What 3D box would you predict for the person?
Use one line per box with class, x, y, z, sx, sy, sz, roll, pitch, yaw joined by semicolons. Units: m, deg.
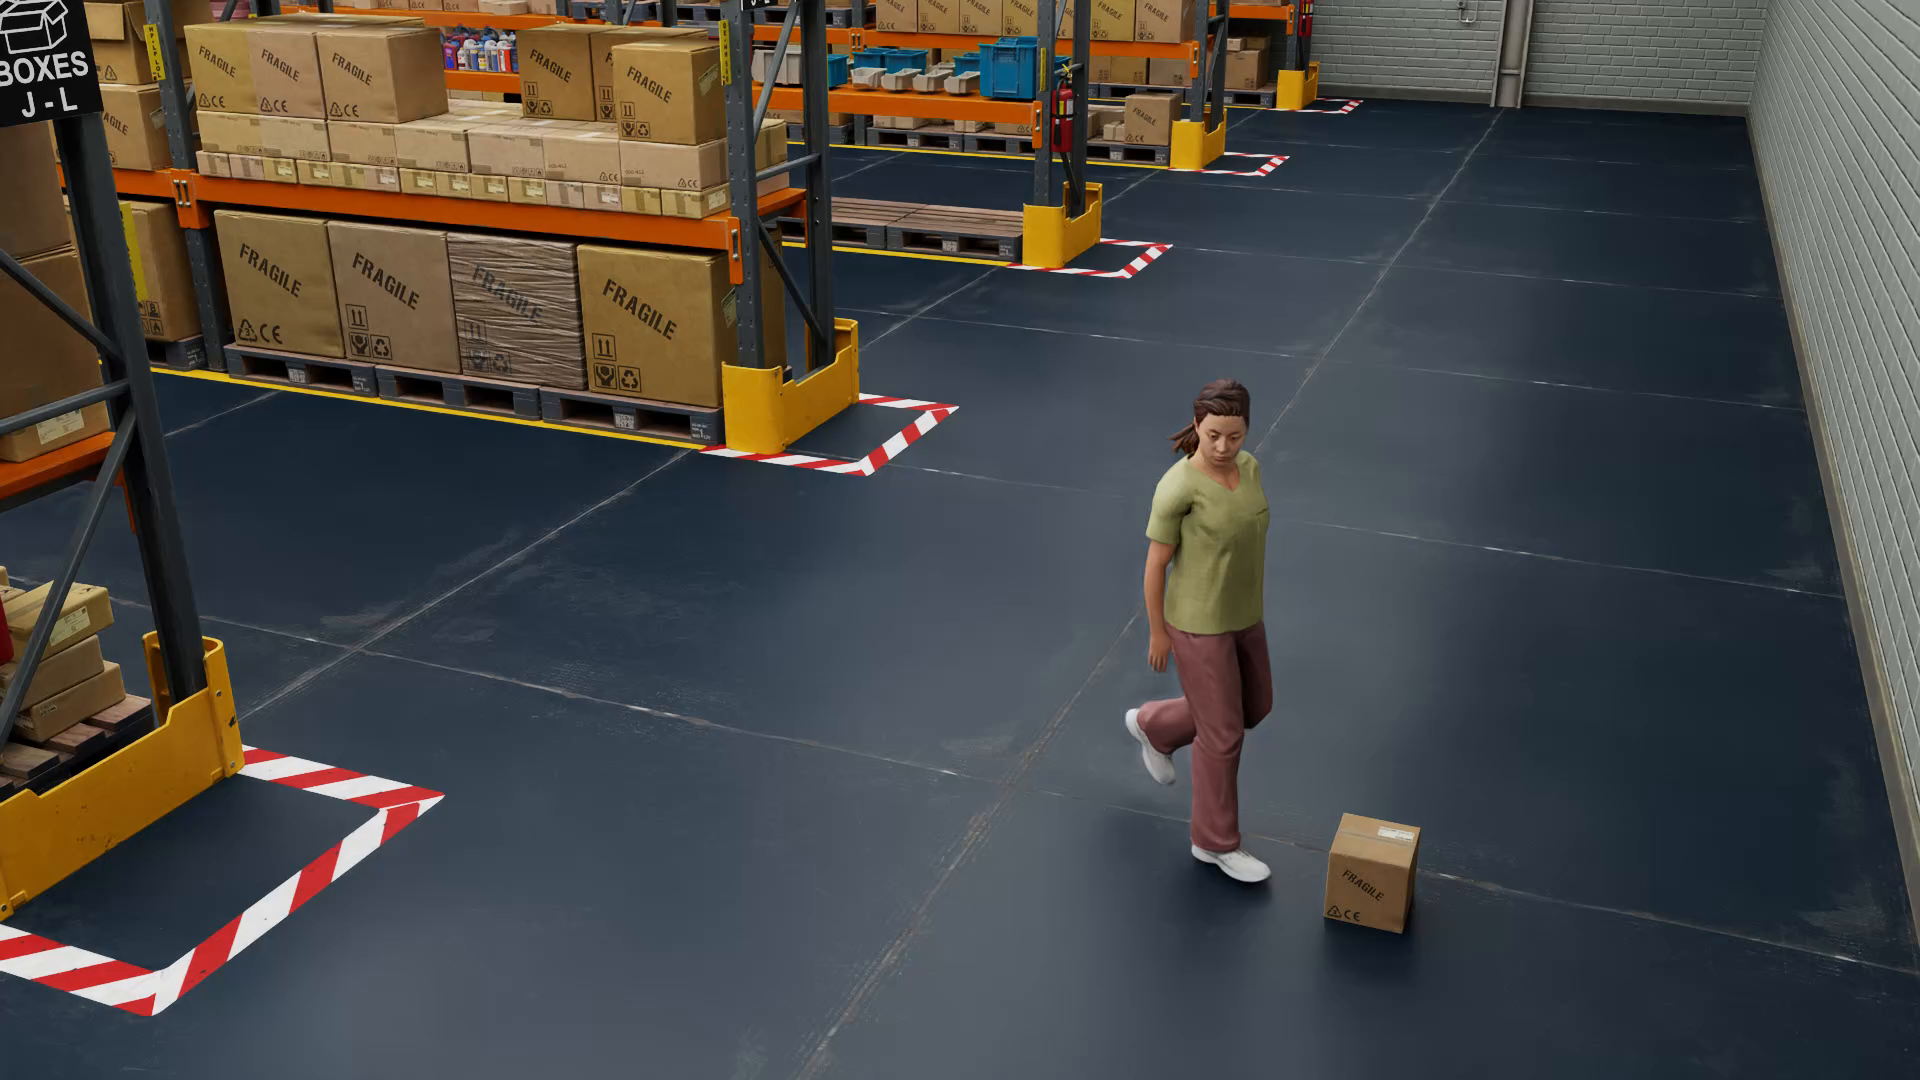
person;0.798;0.255;5.447;0.466;1.661;0.750;-19;29;-38
